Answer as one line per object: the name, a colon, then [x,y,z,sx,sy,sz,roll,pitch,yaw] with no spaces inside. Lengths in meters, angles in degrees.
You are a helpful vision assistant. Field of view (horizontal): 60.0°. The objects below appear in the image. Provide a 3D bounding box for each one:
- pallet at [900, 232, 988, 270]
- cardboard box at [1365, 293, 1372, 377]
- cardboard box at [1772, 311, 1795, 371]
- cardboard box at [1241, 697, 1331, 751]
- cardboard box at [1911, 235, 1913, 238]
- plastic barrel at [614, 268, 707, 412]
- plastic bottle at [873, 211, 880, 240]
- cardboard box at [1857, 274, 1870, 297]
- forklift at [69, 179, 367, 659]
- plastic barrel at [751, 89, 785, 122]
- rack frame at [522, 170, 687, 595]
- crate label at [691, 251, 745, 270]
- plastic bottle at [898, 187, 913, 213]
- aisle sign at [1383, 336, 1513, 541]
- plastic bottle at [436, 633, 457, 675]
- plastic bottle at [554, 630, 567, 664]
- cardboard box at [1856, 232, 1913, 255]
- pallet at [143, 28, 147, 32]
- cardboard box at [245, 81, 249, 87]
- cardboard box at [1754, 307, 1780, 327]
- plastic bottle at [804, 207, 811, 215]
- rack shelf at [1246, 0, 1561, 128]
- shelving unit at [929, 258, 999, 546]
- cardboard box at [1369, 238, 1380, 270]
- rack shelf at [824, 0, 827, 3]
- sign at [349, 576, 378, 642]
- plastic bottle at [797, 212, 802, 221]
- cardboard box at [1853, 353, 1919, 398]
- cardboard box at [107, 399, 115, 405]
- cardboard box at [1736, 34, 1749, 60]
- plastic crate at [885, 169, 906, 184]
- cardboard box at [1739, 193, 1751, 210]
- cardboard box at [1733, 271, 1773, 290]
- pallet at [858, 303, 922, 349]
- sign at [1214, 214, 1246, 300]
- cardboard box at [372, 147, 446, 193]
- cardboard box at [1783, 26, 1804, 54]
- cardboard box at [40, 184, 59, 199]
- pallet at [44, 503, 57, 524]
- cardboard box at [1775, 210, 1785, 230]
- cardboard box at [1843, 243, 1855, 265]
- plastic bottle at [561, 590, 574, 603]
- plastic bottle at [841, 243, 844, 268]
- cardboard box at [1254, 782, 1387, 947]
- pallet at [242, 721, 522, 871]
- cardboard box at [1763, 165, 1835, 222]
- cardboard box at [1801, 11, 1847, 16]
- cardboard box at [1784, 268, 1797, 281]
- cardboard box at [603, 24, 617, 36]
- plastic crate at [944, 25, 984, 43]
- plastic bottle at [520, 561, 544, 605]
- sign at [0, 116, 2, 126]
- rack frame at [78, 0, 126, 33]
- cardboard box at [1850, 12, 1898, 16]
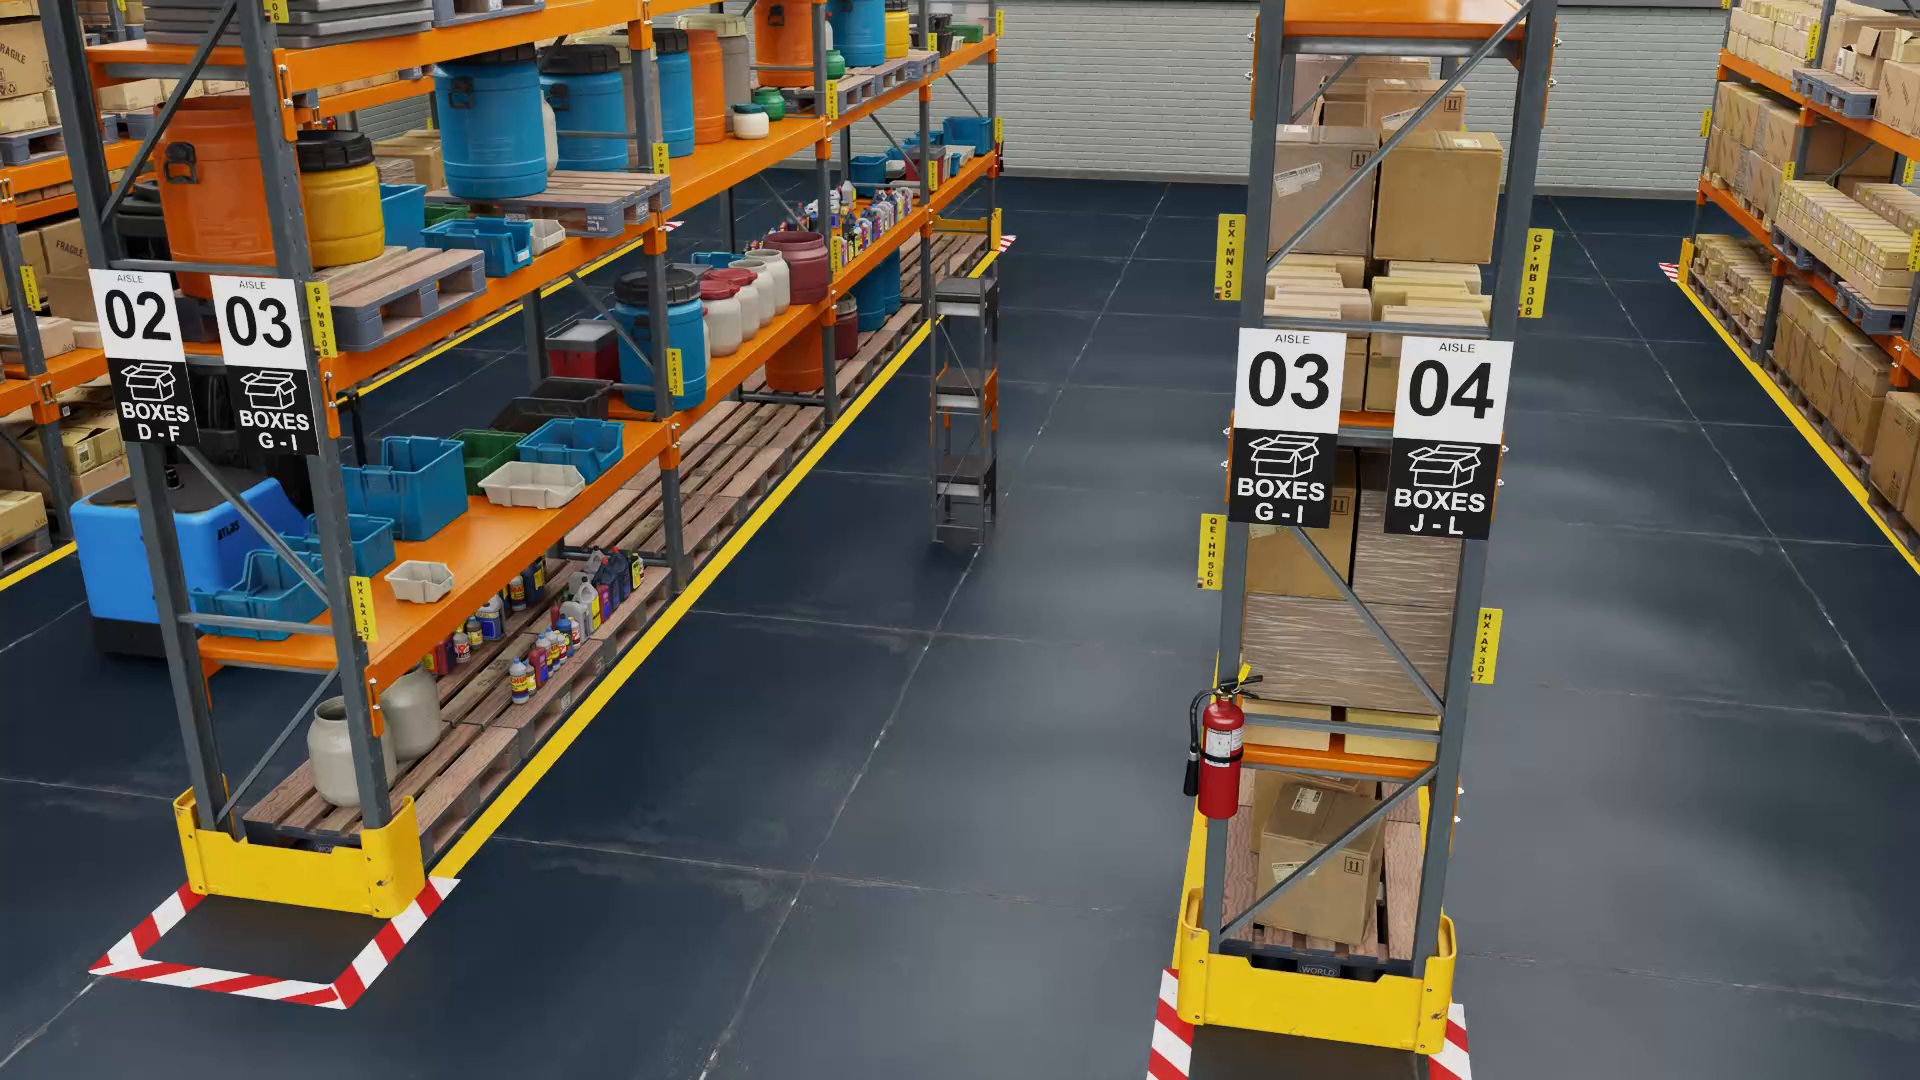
pallet: [-0.230,-3.854,22.141,1.003,0.211,1.213,4,22,11]
cardboard box: [2.011,-0.885,7.220,0.500,0.250,0.500,4,22,10]
cardboard box: [8.434,-1.976,16.529,0.500,0.500,0.500,5,23,13]
cardboard box: [1.416,0.779,7.239,0.380,0.149,0.250,4,22,11]
cardboard box: [8.584,-2.577,14.612,0.380,0.149,0.250,4,22,10]
plastic barrel: [-2.097,-1.408,11.664,0.600,0.901,0.708,4,22,11]
plastic bottle: [-0.859,-3.220,16.990,0.061,0.283,0.133,4,22,11]
cardboard box: [7.731,-2.112,13.857,0.380,0.149,0.250,4,22,11]
forklift: [-4.847,-1.081,11.615,1.130,2.935,3.031,5,22,12]
plastic barrel: [-1.656,-3.746,14.331,0.294,0.245,0.294,0,22,0]
rack frame: [-2.472,-1.058,11.464,1.000,3.000,0.127,4,22,11]
crate label: [-2.123,-2.194,14.239,0.502,0.435,0.616,4,22,11]
plastic bottle: [-0.604,-3.757,18.333,0.152,0.276,0.135,4,22,11]
aisle sign: [1.841,-0.377,6.296,0.394,0.787,0.004,4,22,11]
plastic bottle: [-3.160,0.674,10.212,0.061,0.283,0.133,4,22,11]
plastic bottle: [-2.503,0.662,10.352,0.097,0.201,0.097,0,22,0]
cardboard box: [7.786,-2.484,13.983,0.380,0.149,0.250,5,23,13]
pallet: [-10.110,-6.832,21.906,1.003,0.211,1.213,4,22,11]
cardboard box: [-6.542,-4.246,15.004,0.500,0.250,0.500,3,22,7]
cardboard box: [8.597,-2.341,17.506,0.380,0.149,0.250,5,22,12]
plastic bottle: [-1.594,-3.320,17.253,0.097,0.271,0.097,0,22,0]
rack shelf: [1.968,-2.396,7.725,1.077,0.370,4.000,4,22,11]
shelving unit: [0.034,-1.035,12.612,0.431,2.100,0.503,4,22,11]
cardboard box: [2.147,-1.375,7.904,0.380,0.149,0.250,4,22,10]
rack shelf: [-1.248,-5.515,16.001,1.077,0.370,4.000,4,22,11]
sign: [-2.751,0.320,7.672,0.100,0.325,0.005,4,22,11]
plastic bottle: [-1.633,-3.177,16.882,0.061,0.283,0.133,4,22,11]
cardboard box: [7.911,-1.381,14.048,0.500,0.250,0.500,4,22,10]
cardboard box: [-6.781,-1.120,13.988,0.500,0.311,0.500,4,22,9]
cardboard box: [9.207,-5.638,19.024,0.500,0.250,0.500,5,23,13]
plastic crate: [-0.874,-4.313,19.836,0.437,0.125,0.590,4,22,11]
cardboard box: [8.922,-3.774,18.545,0.380,0.149,0.250,5,22,12]
cardboard box: [8.813,-2.872,18.427,0.380,0.149,0.250,3,22,8]
pallet: [-1.038,-2.411,18.557,1.003,0.211,1.213,4,22,11]
sign: [1.021,-1.069,6.292,0.100,0.325,0.005,4,22,11]
cardboard box: [-5.988,-3.953,17.957,0.700,0.500,0.500,-1,22,-3]
cardboard box: [8.807,-5.122,17.073,0.500,0.250,0.500,4,22,9]
cardboard box: [-10.632,-4.025,19.141,0.380,0.149,0.250,4,22,9]
pallet: [-7.208,-0.416,13.603,1.003,0.211,1.213,4,22,11]
cardboard box: [8.313,-3.160,16.459,0.380,0.149,0.250,3,22,8]
cardboard box: [7.838,-2.445,14.286,0.380,0.149,0.250,5,22,11]
plastic bottle: [-2.532,0.446,10.779,0.061,0.283,0.133,4,22,11]
plastic bottle: [-1.139,-2.717,15.740,0.061,0.283,0.133,4,22,11]
cardboard box: [1.704,1.520,7.847,0.500,0.500,0.500,9,24,21]
pallet: [-3.148,1.371,9.168,1.003,0.211,1.213,4,22,11]
cardboard box: [8.666,-3.574,17.179,0.500,0.500,0.500,4,22,11]
cardboard box: [8.862,-5.342,17.084,0.380,0.149,0.250,5,23,13]
cardboard box: [9.372,-2.932,18.575,0.380,0.149,0.250,4,22,9]
cardboard box: [-4.831,-6.757,21.802,0.500,0.250,0.500,4,22,11]
plastic crate: [0.055,-6.357,20.891,0.450,0.188,0.336,4,22,11]
plastic bottle: [-2.902,0.242,11.195,0.144,0.351,0.185,4,22,11]
sign: [-6.777,-3.063,11.630,0.100,0.325,0.005,4,22,11]
rack frame: [-10.538,-7.521,19.483,1.000,3.000,0.127,4,22,11]
cardboard box: [9.322,-5.302,16.986,0.380,0.149,0.250,4,22,9]
